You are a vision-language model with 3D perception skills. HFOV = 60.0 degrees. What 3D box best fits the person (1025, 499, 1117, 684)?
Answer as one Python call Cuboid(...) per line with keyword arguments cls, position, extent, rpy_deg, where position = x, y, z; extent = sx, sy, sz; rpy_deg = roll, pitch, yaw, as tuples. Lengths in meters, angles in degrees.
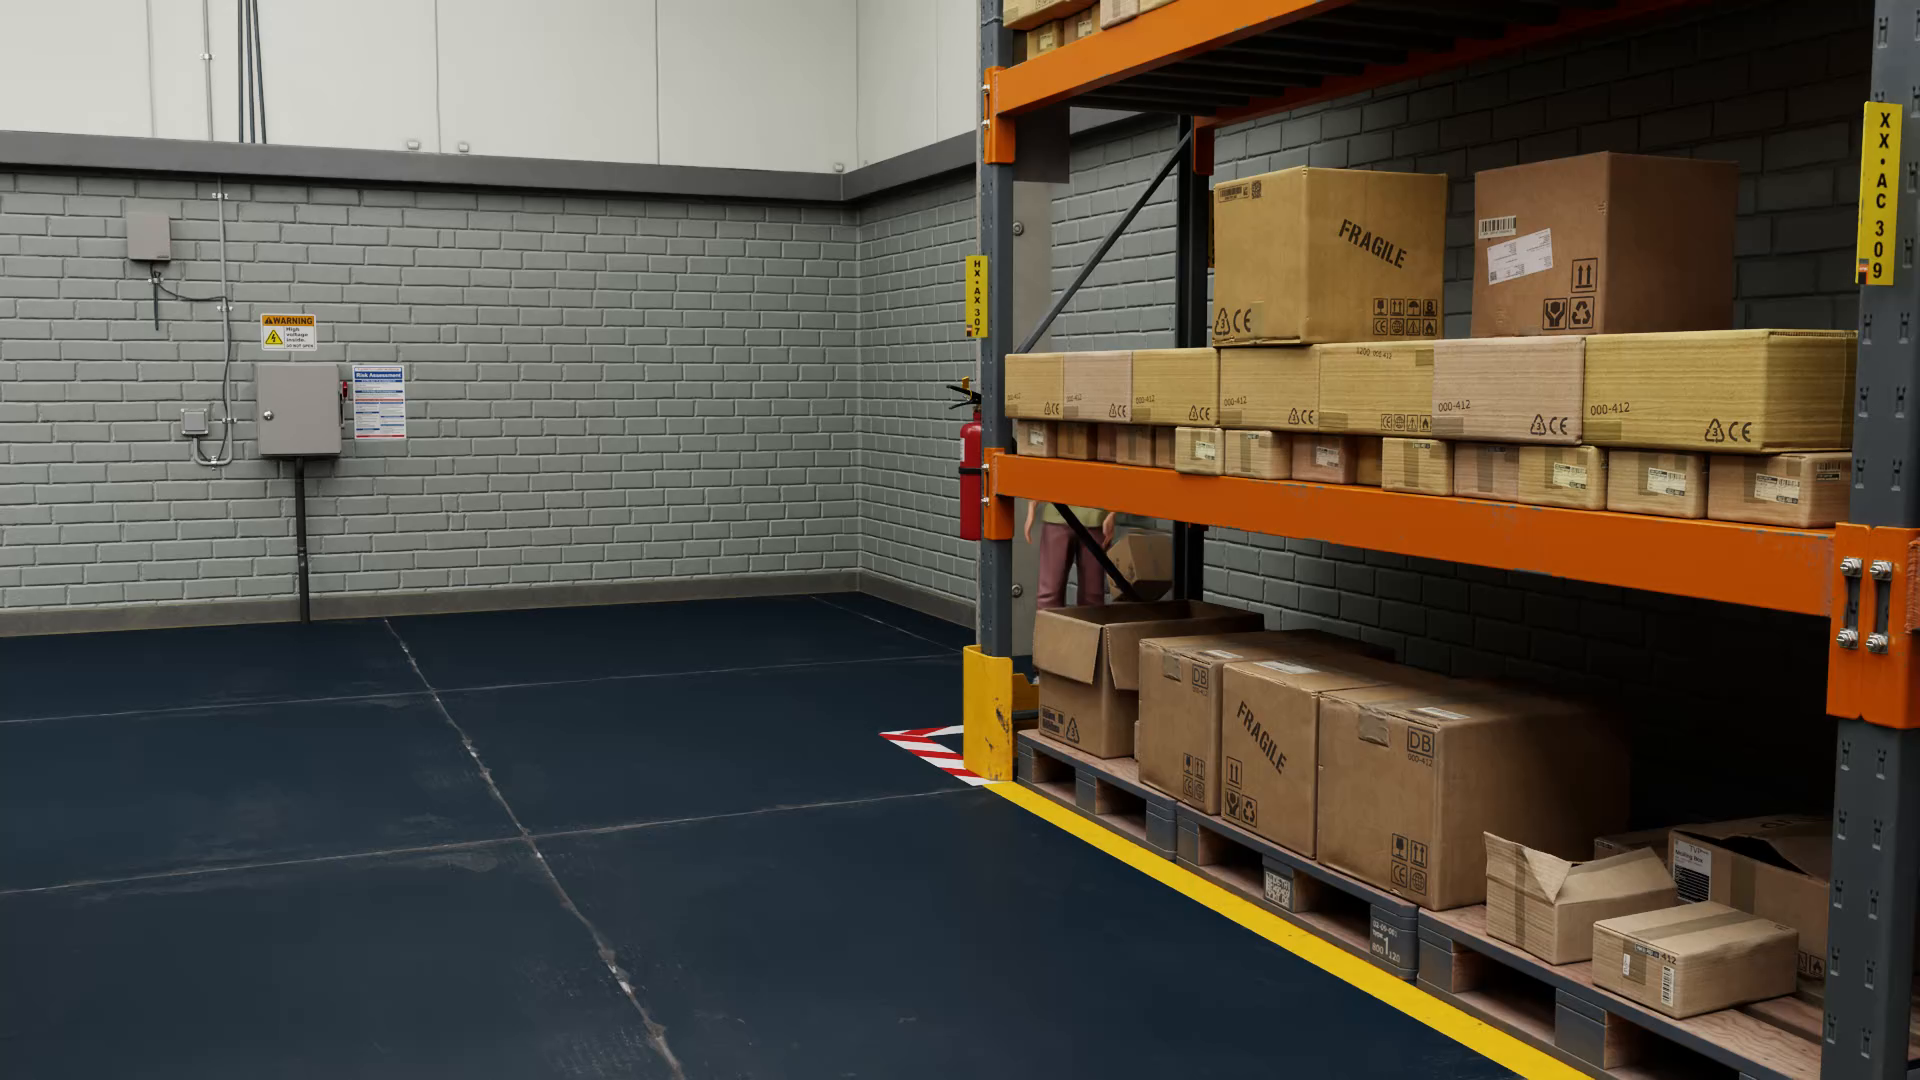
Cuboid(cls="person", position=(0.594, -0.061, 8.555), extent=(0.514, 1.665, 0.559), rpy_deg=(1, 6, 7))
